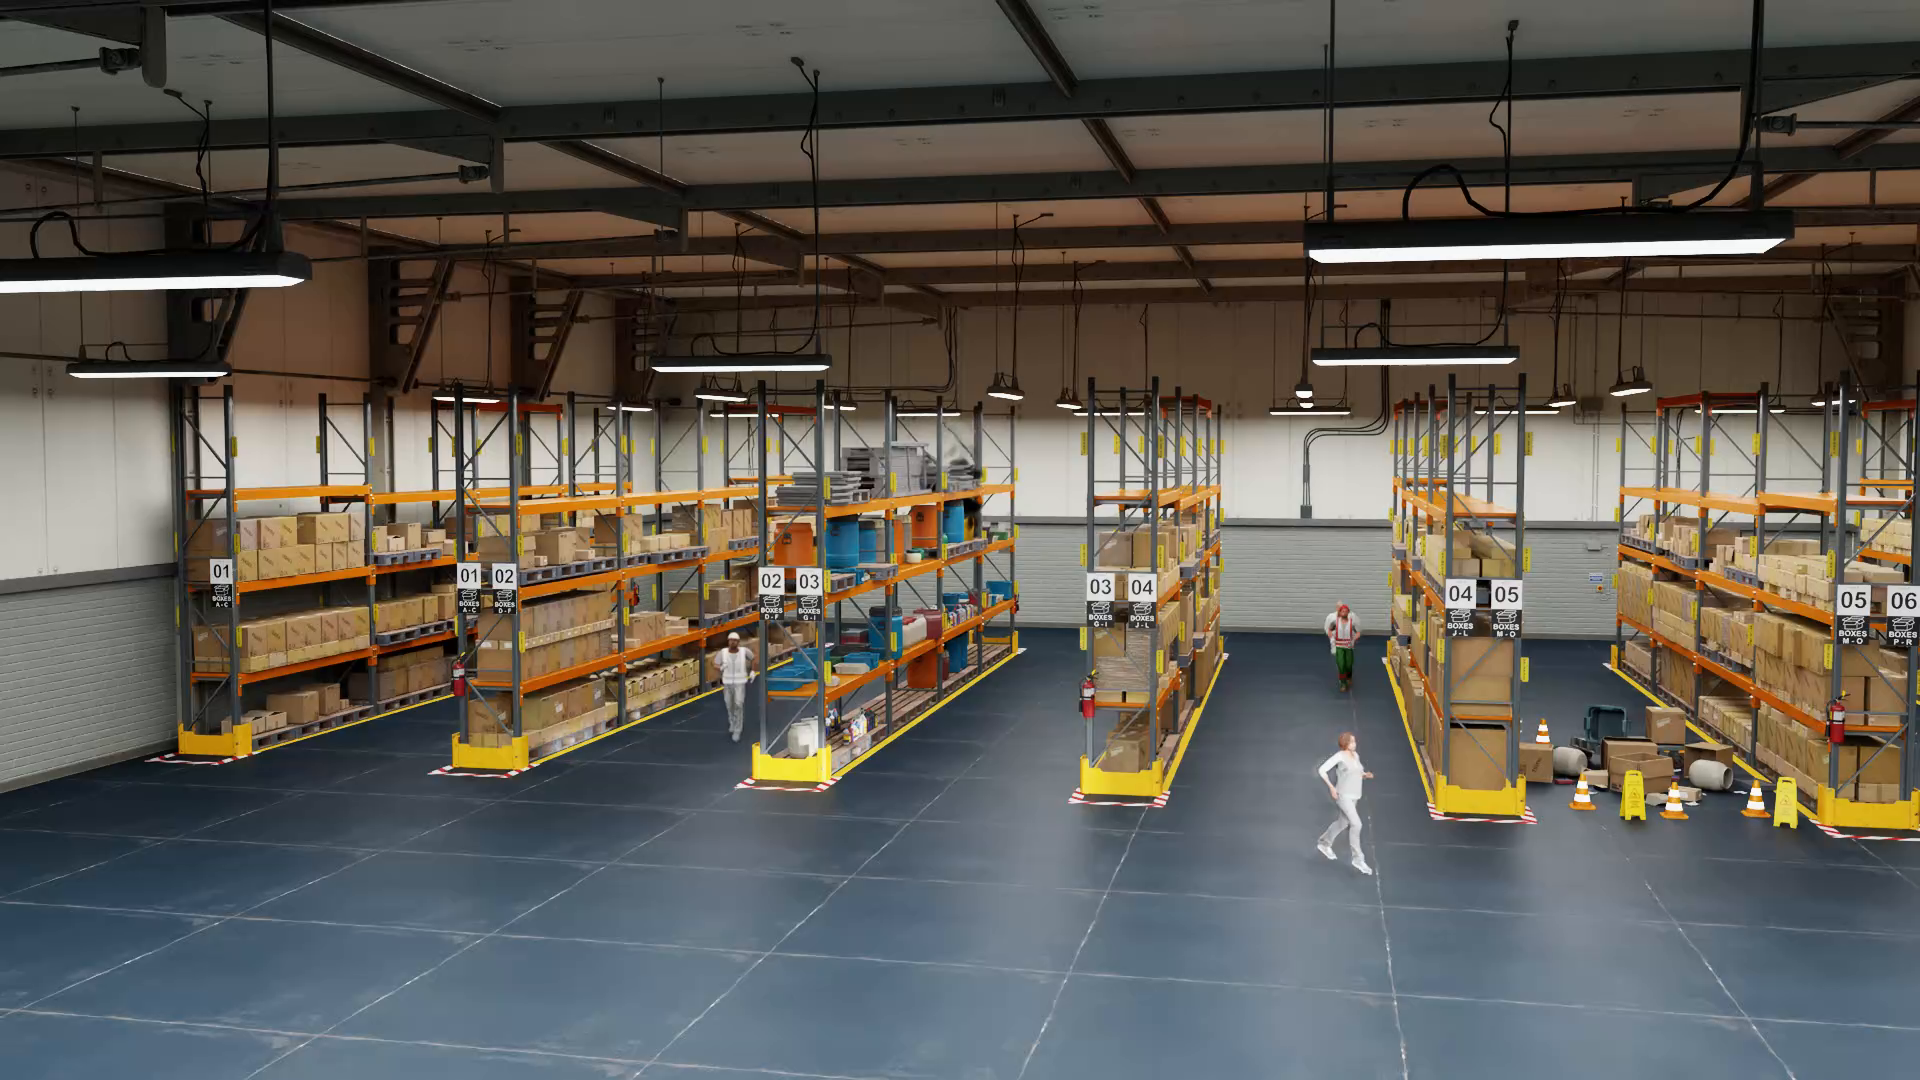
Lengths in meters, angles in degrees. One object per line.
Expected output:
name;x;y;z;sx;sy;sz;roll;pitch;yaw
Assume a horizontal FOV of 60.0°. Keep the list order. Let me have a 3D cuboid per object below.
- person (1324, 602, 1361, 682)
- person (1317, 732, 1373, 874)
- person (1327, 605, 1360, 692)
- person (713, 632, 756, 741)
person;8.123;2.167;35.290;0.764;1.728;0.706;1;3;10
person;4.569;3.081;19.725;0.797;1.626;0.519;3;4;43
person;7.880;2.210;34.156;0.667;1.767;0.740;1;3;15
person;-3.888;2.485;28.598;0.704;1.813;0.906;0;3;1
